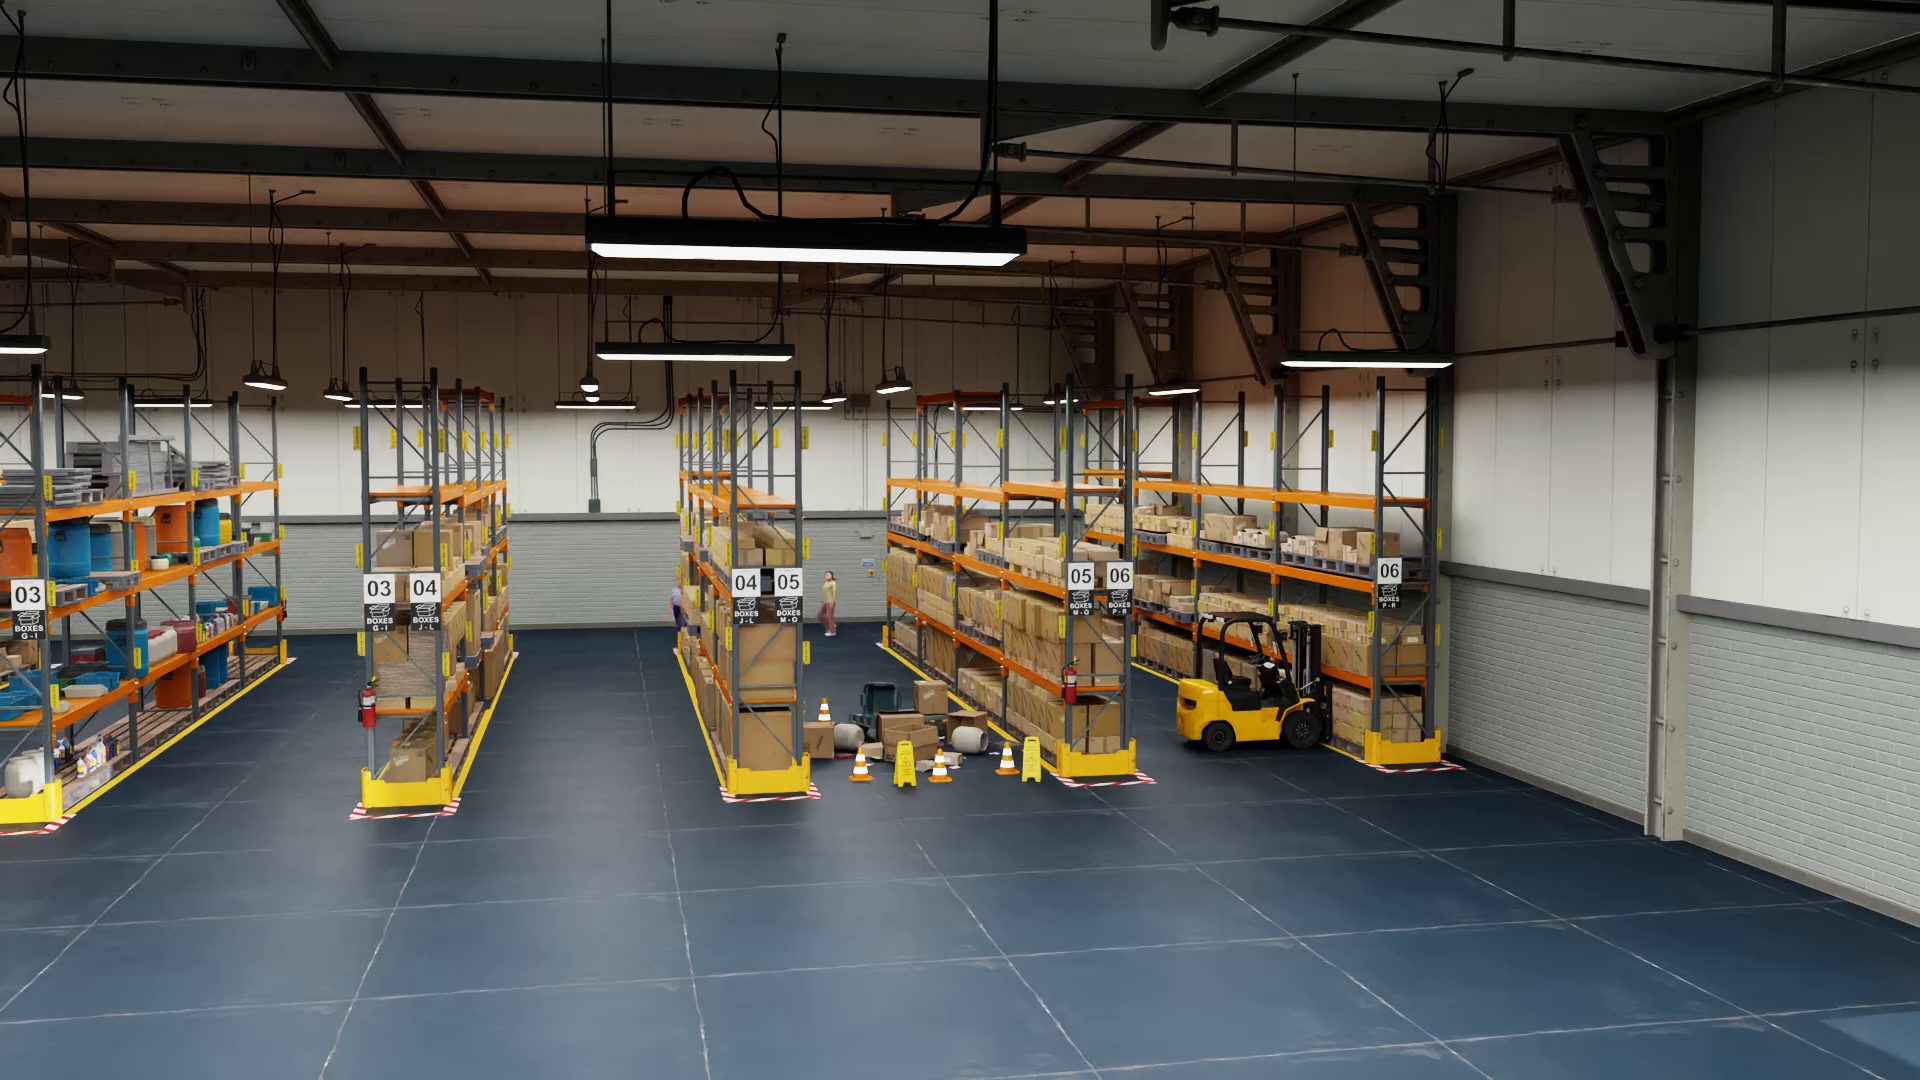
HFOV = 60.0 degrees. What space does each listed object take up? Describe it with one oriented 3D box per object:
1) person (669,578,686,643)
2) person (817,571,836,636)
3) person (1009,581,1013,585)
[{"bbox_3d":[-6.969,1.723,41.446,0.460,1.589,1.045,1,4,19],"label":"person"},{"bbox_3d":[-3.397,1.626,42.530,0.440,1.680,0.495,-2,4,-32],"label":"person"},{"bbox_3d":[1.171,1.532,43.598,1.045,1.752,0.515,-2,4,-24],"label":"person"}]
